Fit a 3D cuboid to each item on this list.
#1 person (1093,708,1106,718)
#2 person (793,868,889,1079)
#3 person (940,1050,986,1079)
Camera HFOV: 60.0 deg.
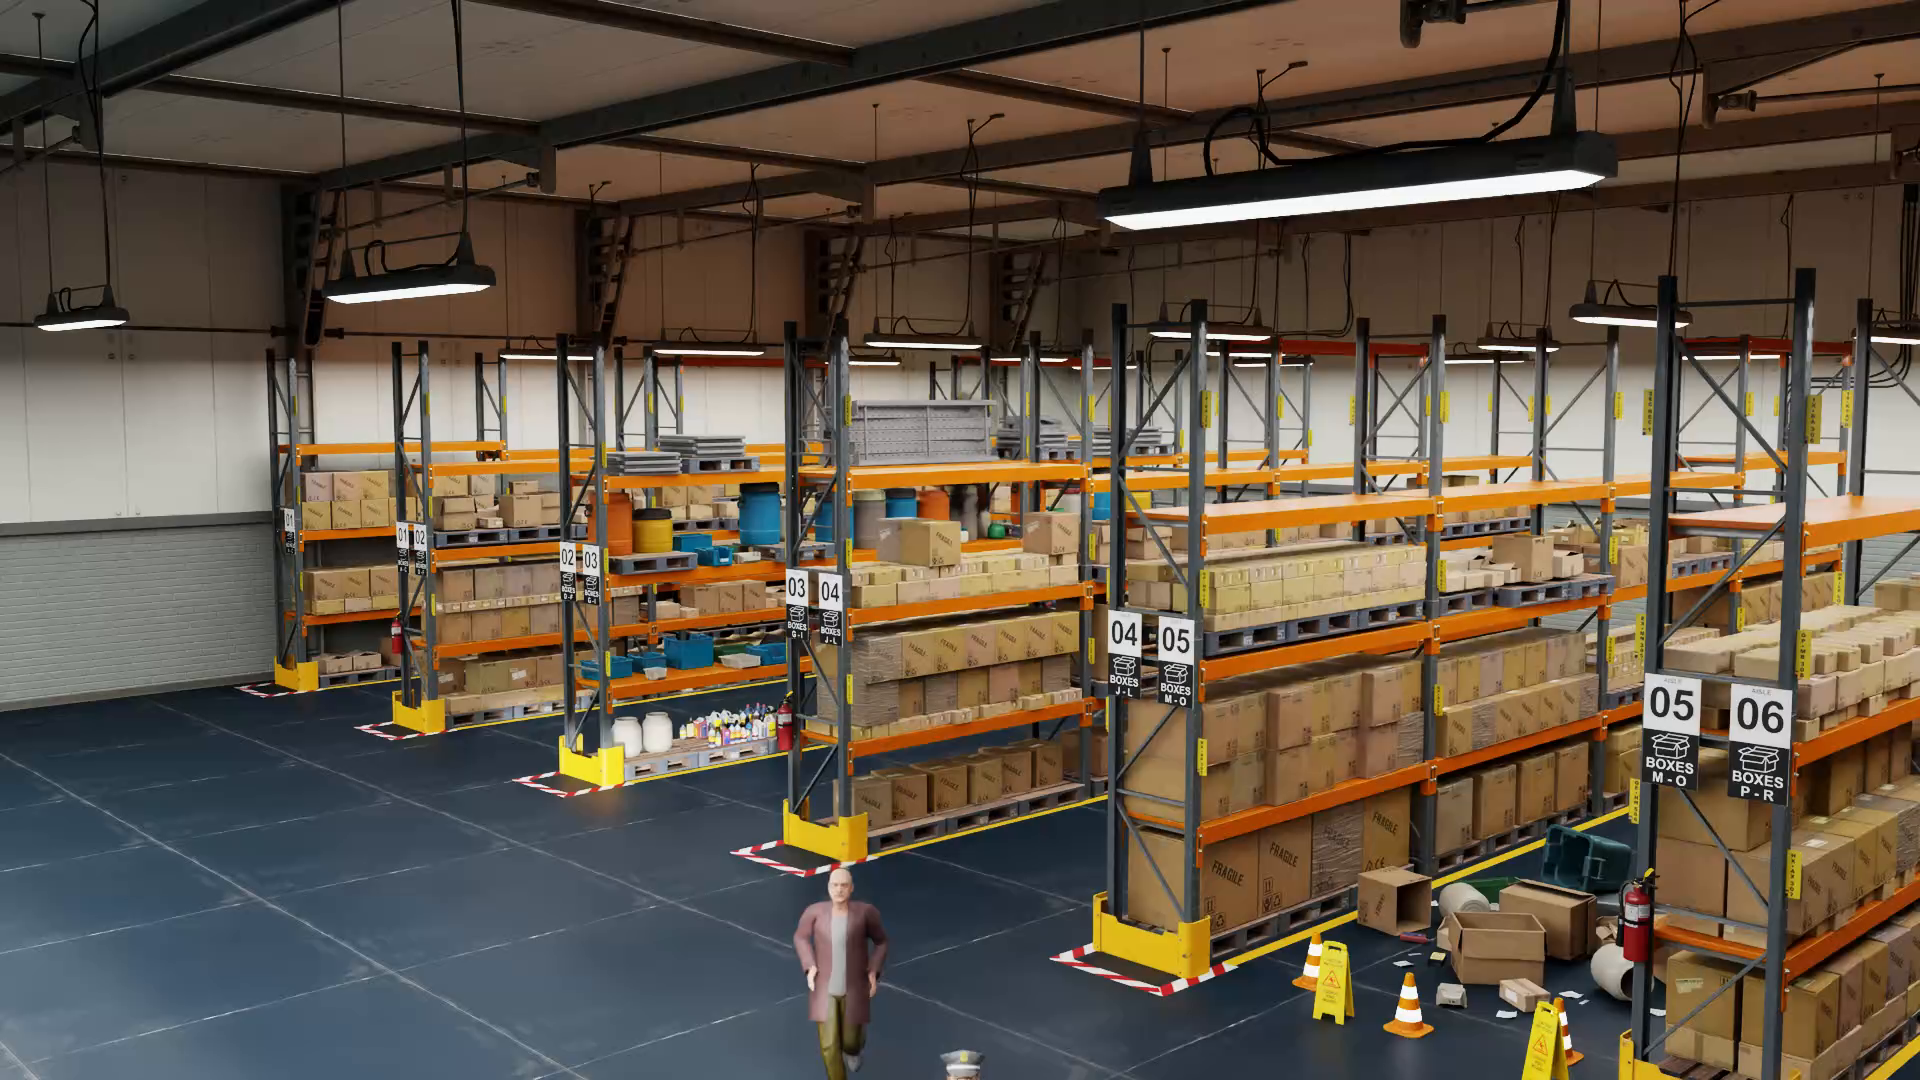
[{"bbox_3d":[2.105,1.862,25.220,0.635,1.705,0.690,-4,7,-42],"label":"person"},{"bbox_3d":[-0.877,3.258,12.169,0.712,1.746,0.738,0,5,2],"label":"person"},{"bbox_3d":[0.047,3.561,8.891,0.595,1.744,0.715,0,5,2],"label":"person"}]
